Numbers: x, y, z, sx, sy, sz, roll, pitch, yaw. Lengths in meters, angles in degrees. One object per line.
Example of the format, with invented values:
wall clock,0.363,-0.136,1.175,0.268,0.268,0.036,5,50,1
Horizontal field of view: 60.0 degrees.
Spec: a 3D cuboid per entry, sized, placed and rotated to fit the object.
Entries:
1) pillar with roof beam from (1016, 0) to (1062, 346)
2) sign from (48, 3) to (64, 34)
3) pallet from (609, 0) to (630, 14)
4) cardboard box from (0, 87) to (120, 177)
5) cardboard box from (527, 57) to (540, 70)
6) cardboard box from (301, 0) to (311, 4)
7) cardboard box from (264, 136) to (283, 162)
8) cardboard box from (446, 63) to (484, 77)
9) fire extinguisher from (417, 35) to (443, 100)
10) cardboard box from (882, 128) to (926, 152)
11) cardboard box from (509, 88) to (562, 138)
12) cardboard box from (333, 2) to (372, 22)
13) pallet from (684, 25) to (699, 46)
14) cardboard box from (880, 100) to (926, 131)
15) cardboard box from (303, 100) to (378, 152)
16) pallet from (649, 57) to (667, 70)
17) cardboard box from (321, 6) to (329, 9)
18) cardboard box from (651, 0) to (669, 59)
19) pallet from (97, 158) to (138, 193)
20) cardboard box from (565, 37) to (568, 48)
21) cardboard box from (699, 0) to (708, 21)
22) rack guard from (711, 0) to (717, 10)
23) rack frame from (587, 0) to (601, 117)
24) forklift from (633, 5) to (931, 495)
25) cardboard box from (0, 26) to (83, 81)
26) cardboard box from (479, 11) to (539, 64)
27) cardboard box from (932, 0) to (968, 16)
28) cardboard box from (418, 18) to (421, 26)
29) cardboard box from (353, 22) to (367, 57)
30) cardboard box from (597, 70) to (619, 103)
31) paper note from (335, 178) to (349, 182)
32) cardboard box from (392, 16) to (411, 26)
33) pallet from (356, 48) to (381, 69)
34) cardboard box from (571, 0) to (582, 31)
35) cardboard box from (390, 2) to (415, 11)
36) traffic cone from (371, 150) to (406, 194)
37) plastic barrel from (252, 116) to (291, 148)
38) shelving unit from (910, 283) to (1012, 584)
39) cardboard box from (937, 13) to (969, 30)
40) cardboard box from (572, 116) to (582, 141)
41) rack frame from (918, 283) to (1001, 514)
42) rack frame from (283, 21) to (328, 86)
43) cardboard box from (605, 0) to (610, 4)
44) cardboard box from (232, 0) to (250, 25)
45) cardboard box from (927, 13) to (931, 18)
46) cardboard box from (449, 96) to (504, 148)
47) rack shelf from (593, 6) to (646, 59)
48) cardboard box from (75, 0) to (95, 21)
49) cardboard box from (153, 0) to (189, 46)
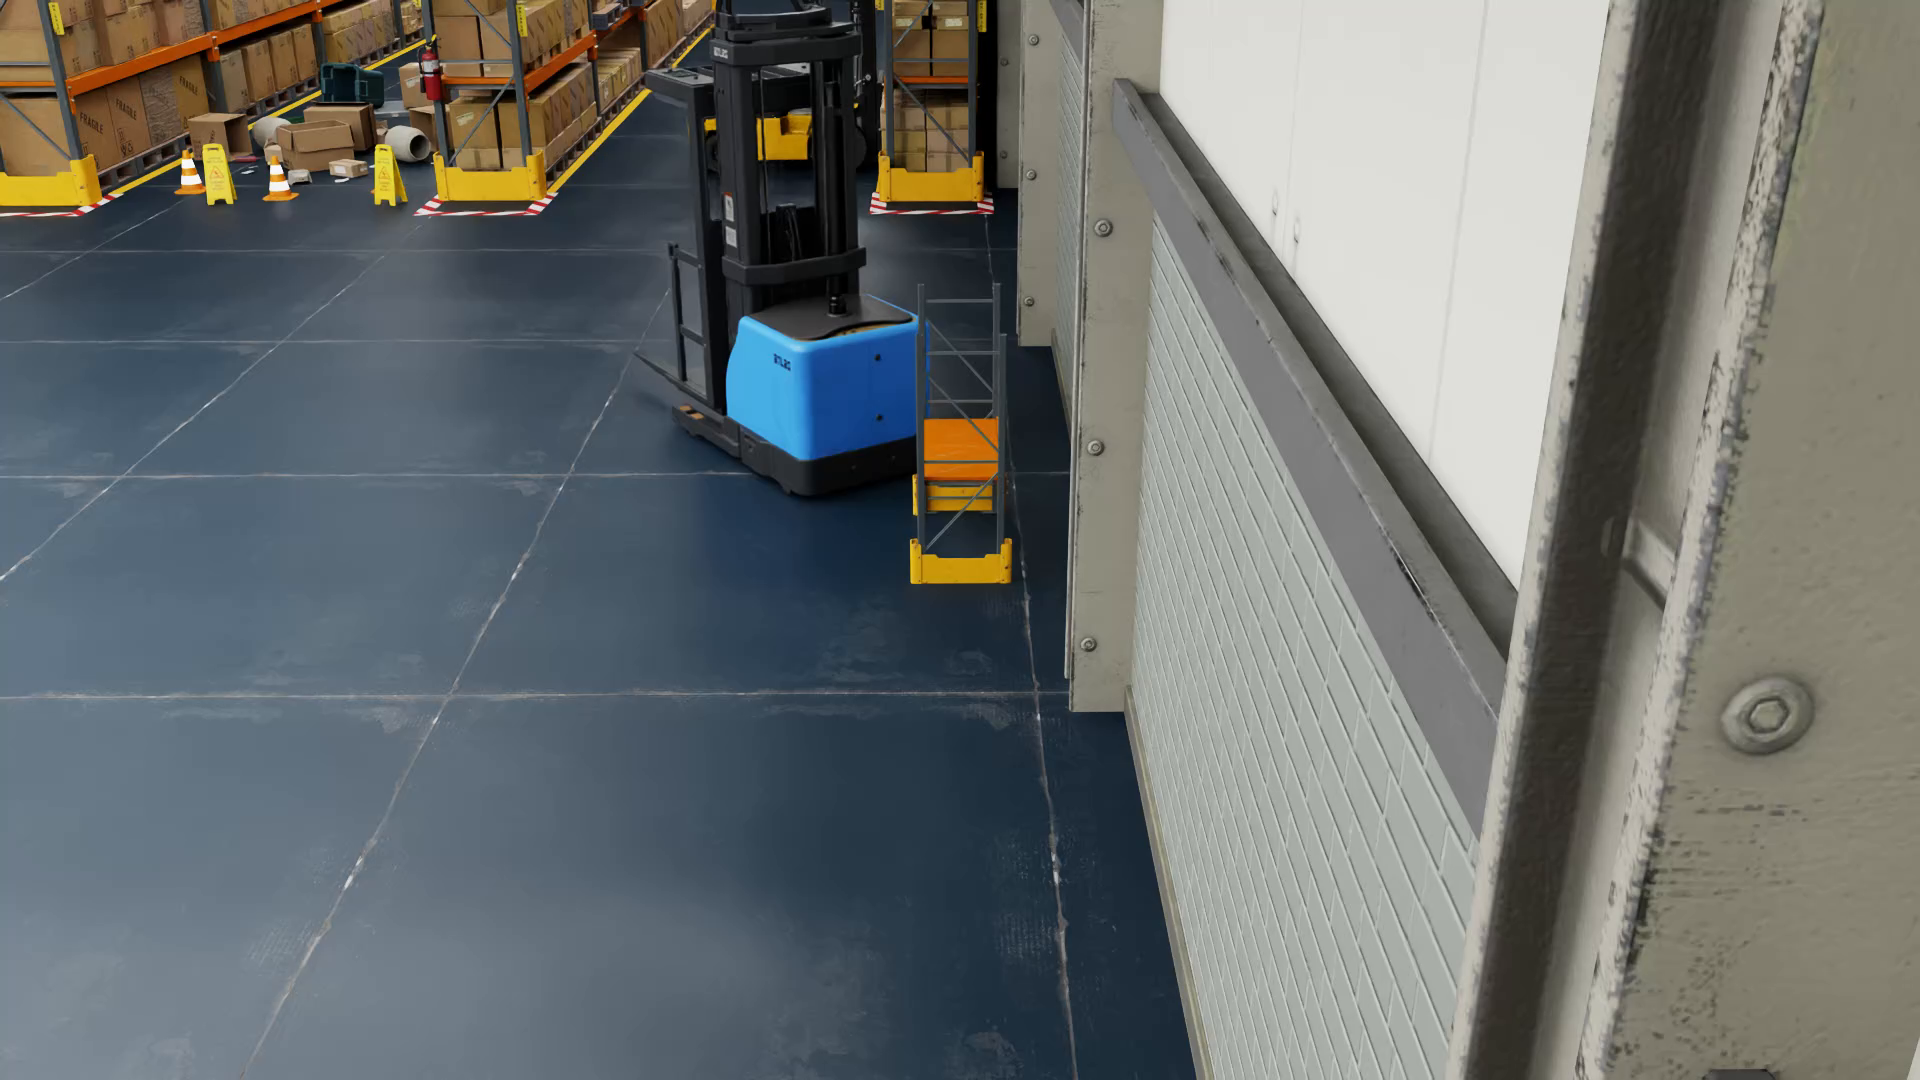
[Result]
pillar with roof beam,-3.667,-5.774,12.097,9.100,9.000,0.400,0,24,-1
sign,-9.678,-5.584,17.810,0.100,0.325,0.005,0,24,-1
pallet,-5.309,-7.611,23.672,1.003,0.211,1.213,0,24,-1
cardboard box,-10.306,-4.656,18.974,0.875,0.875,0.875,0,24,0
cardboard box,-5.020,-5.458,18.982,0.380,0.149,0.250,-1,24,-2
cardboard box,-10.047,-8.311,24.866,0.500,0.500,0.500,0,24,-1
cardboard box,-8.416,-4.856,20.665,0.396,0.266,0.258,4,25,9
cardboard box,-5.502,-5.256,18.537,0.380,0.149,0.250,1,24,1
fire extinguisher,-5.744,-5.133,18.053,0.296,0.674,0.183,0,24,-1
cardboard box,-0.639,-4.607,19.017,0.500,0.250,0.500,-1,24,-1
cardboard box,-5.027,-5.057,19.708,0.500,0.500,0.500,-1,24,-3
cardboard box,-10.091,-8.757,27.586,0.500,0.250,0.500,-1,24,-3
pallet,-5.345,-9.206,30.348,1.003,0.211,1.213,0,24,-1
cardboard box,-0.638,-4.824,18.890,0.500,0.250,0.500,1,24,1
cardboard box,-7.853,-5.240,21.060,0.797,0.637,0.503,0,24,-1
pallet,-5.305,-7.569,26.729,1.003,0.211,1.213,0,24,-1
cardboard box,-10.596,-8.543,27.112,0.500,0.250,0.500,0,24,1
cardboard box,-5.301,-8.390,27.229,0.875,0.875,0.875,0,24,0
pallet,-10.320,-4.212,19.307,1.003,0.211,1.213,0,24,-1
cardboard box,-5.032,-6.096,20.394,0.380,0.149,0.250,-1,24,-1
cardboard box,-5.333,-10.186,31.731,0.875,0.438,0.875,0,24,1
rack guard,-5.459,-10.682,33.261,1.175,0.500,0.348,0,24,-1
rack frame,-5.328,-6.866,21.791,1.000,3.000,0.127,0,24,-1
forklift,-1.425,-2.175,11.503,1.130,2.935,3.031,-16,29,-31
cardboard box,-10.282,-5.375,18.312,0.875,0.550,0.550,0,24,-1
cardboard box,-5.012,-5.595,18.499,0.500,0.500,0.500,-1,24,-1
cardboard box,-0.111,-5.857,18.292,0.380,0.149,0.250,-1,24,-2
cardboard box,-10.195,-9.569,30.718,0.380,0.149,0.250,-1,24,-3
cardboard box,-10.092,-8.214,27.295,0.500,0.500,0.500,-1,24,-2
cardboard box,-5.347,-6.372,23.379,0.950,0.372,0.625,1,24,3
paper note,-7.285,-4.245,19.600,0.148,0.019,0.142,-9,26,-19
cardboard box,-10.048,-9.277,29.711,0.380,0.149,0.250,1,24,2
pallet,-10.338,-8.003,27.689,1.003,0.211,1.213,0,24,-1
cardboard box,-5.062,-6.653,20.838,0.500,0.500,0.500,1,24,1
cardboard box,-10.182,-9.730,30.351,0.380,0.149,0.250,-1,24,-2
traffic cone,-6.579,-4.233,19.048,0.336,0.463,0.334,0,24,-1
plastic barrel,-8.730,-5.168,21.162,0.512,0.421,0.421,19,30,35
shelving unit,0.001,-0.652,9.871,0.587,1.500,1.083,0,24,-1
cardboard box,-0.065,-5.724,18.356,0.380,0.149,0.250,-1,24,-2
cardboard box,-5.036,-5.133,20.786,0.500,0.250,0.500,0,24,0
rack frame,-0.005,-0.858,10.326,0.500,1.500,0.032,0,24,-1
rack frame,-10.320,-8.450,25.294,1.000,3.000,0.127,0,24,-1
cardboard box,-5.052,-7.497,22.982,0.380,0.149,0.250,0,24,0
cardboard box,-10.019,-7.273,22.571,0.500,0.500,0.500,0,24,0
cardboard box,-0.591,-5.914,19.564,0.500,0.500,0.500,-1,24,-2
cardboard box,-5.554,-4.827,19.199,0.500,0.500,0.500,0,24,0
rack shelf,-5.350,-7.362,23.761,1.077,0.370,4.000,0,24,-1
cardboard box,-10.296,-6.093,18.590,0.875,0.550,0.550,0,24,-1
cardboard box,-10.232,-6.492,20.782,0.875,0.550,0.550,0,24,-1
